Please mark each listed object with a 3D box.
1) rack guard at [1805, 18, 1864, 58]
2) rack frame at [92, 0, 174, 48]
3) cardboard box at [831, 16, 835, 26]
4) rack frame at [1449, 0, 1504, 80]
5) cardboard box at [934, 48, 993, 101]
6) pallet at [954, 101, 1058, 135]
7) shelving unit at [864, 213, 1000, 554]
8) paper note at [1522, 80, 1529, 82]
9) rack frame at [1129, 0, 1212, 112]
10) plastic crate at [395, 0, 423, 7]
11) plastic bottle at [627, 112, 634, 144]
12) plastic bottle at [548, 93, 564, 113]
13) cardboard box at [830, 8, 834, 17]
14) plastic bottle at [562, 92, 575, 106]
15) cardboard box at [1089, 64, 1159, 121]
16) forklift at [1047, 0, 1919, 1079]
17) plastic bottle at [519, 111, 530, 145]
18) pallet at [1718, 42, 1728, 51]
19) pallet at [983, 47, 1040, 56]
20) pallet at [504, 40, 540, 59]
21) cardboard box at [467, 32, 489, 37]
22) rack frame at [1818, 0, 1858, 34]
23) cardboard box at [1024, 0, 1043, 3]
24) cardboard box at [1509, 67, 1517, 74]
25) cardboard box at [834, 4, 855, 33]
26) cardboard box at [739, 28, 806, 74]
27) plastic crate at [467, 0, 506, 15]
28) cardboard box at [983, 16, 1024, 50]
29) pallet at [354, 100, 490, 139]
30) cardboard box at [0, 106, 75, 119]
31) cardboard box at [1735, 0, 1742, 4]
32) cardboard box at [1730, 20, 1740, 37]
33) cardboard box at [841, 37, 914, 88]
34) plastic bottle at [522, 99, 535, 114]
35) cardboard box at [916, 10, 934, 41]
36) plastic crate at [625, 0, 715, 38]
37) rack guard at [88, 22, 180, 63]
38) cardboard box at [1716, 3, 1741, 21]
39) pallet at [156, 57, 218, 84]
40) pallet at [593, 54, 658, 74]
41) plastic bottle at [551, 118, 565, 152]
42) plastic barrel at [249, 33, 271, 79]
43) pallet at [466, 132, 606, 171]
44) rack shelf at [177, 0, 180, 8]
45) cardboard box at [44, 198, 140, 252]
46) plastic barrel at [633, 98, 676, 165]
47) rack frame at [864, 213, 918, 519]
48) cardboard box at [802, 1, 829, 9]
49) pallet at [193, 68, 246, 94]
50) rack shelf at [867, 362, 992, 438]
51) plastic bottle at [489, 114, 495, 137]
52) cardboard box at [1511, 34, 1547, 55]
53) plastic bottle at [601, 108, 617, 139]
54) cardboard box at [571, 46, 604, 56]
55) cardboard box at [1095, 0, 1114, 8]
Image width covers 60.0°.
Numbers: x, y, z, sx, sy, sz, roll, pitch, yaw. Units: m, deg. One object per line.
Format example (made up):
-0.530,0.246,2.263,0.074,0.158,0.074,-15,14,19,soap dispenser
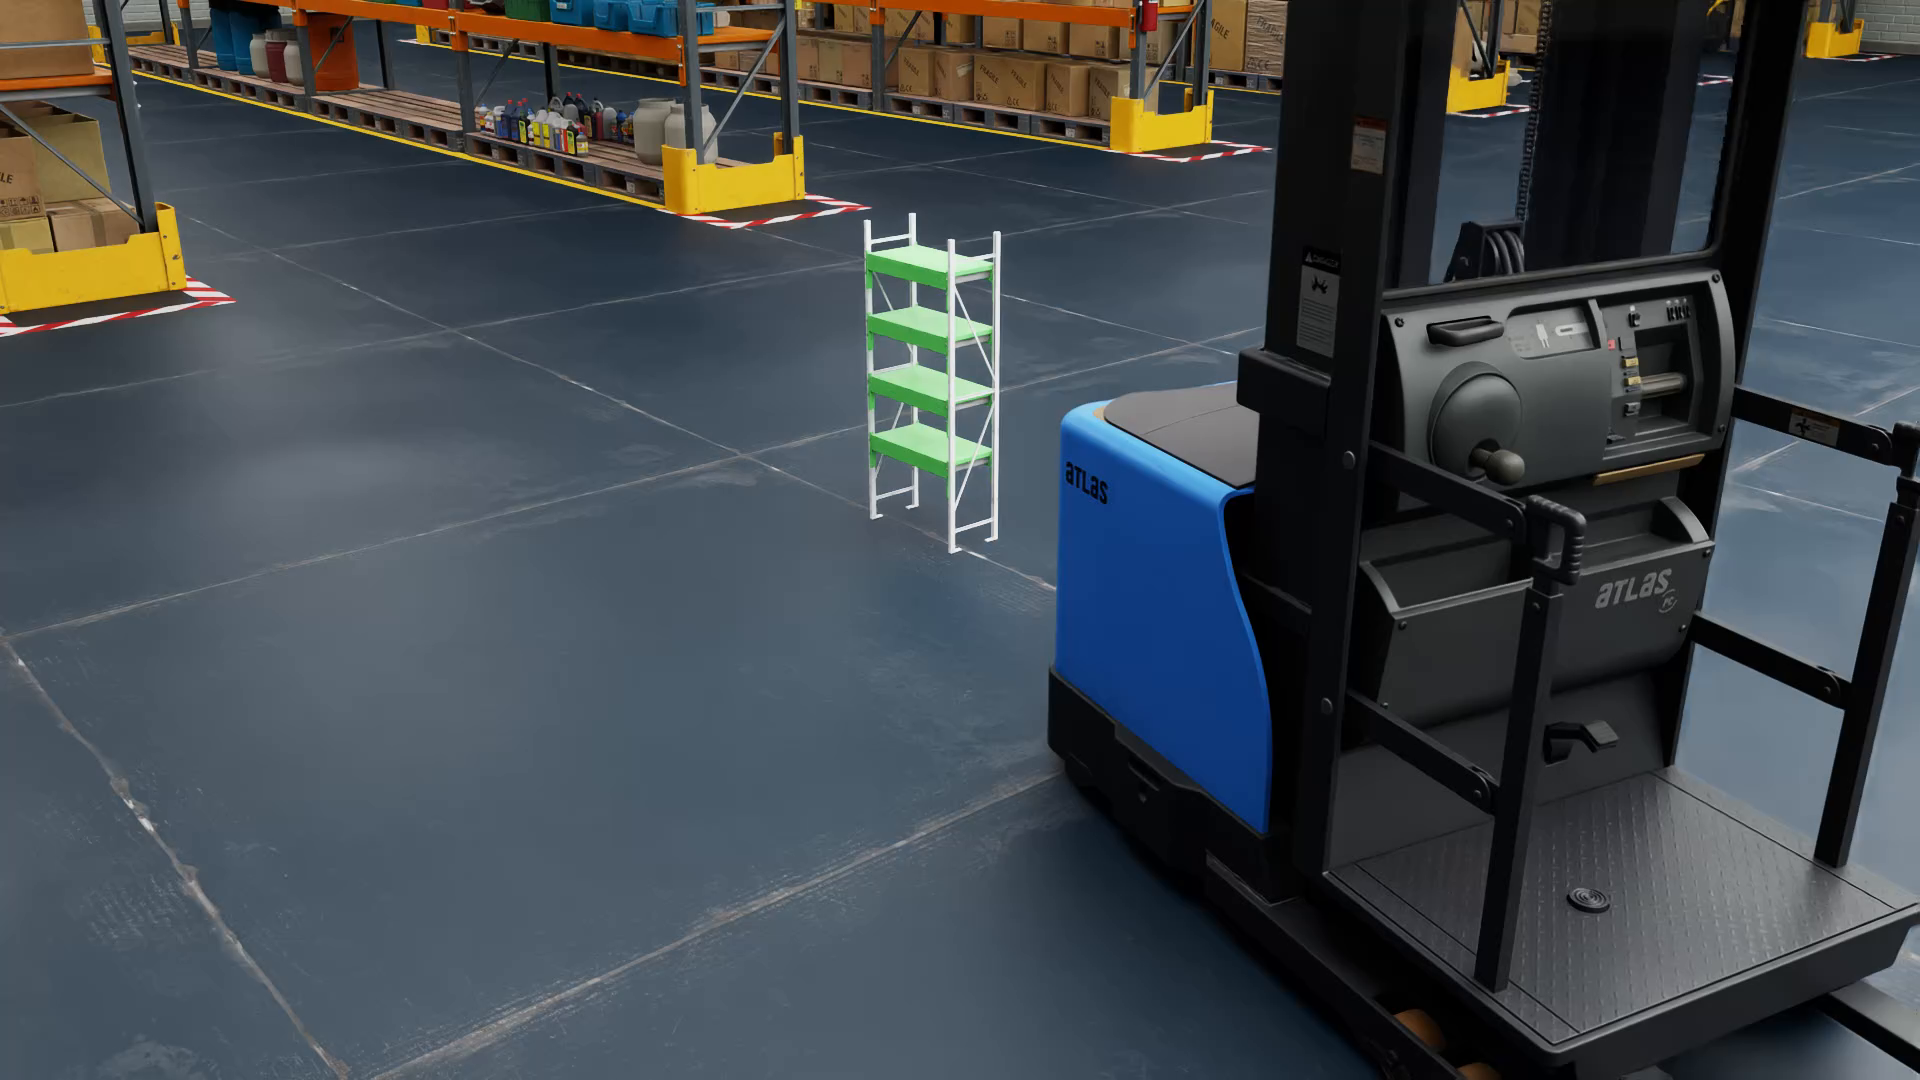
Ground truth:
13.318,-7.646,25.320,1.175,0.500,0.348,-17,27,-37,rack guard
-12.159,-8.516,24.115,1.000,3.000,0.127,-17,27,-37,rack frame
-1.967,-8.788,28.142,0.380,0.149,0.250,-19,28,-40,cardboard box
5.861,-6.428,18.782,1.000,3.000,0.127,-17,27,-37,rack frame
0.037,-5.135,18.334,0.500,0.500,0.500,-9,23,-21,cardboard box
0.692,-4.567,17.855,1.003,0.211,1.213,-17,27,-37,pallet
-0.108,-0.604,6.382,0.258,1.200,0.503,-17,27,-37,shelving unit
7.420,-6.039,21.860,0.142,0.019,0.148,12,24,27,paper note
2.037,-5.275,15.839,1.000,3.000,0.127,-17,27,-37,rack frame
-5.282,-5.424,16.242,0.392,0.384,0.575,-17,27,-37,plastic crate
-2.951,-3.728,15.026,0.097,0.271,0.097,0,21,0,plastic bottle
-3.796,-4.029,15.686,0.144,0.351,0.185,-17,27,-37,plastic bottle
-1.966,-8.926,28.086,0.380,0.149,0.250,-16,26,-35,cardboard box
-3.687,-4.063,15.774,0.144,0.351,0.185,-18,28,-39,plastic bottle
1.642,-4.483,16.669,0.500,0.500,0.500,-12,24,-28,cardboard box
1.364,-0.324,3.291,1.130,2.935,3.031,-10,24,-25,forklift
-3.914,-3.712,14.968,0.061,0.283,0.133,-16,26,-35,plastic bottle
11.980,-8.057,26.764,1.003,0.211,1.213,-17,27,-37,pallet
1.096,-7.104,24.332,1.003,0.211,1.213,-17,27,-37,pallet
-6.233,-7.521,25.396,1.003,0.211,1.213,-17,27,-37,pallet
-7.334,-8.492,26.391,0.875,0.875,0.875,-17,27,-37,cardboard box
13.303,-8.817,24.881,1.000,3.000,0.127,-17,27,-37,rack frame
0.866,-5.529,16.832,0.380,0.149,0.250,-17,27,-37,cardboard box
7.159,-6.188,22.078,0.380,0.149,0.250,-4,22,-10,cardboard box
-1.691,-8.507,26.944,0.500,0.500,0.500,-16,27,-35,cardboard box
-2.360,-6.196,21.013,0.500,0.500,0.700,20,29,41,cardboard box
-4.081,-4.997,15.215,0.767,0.338,0.504,-17,27,-37,plastic crate
0.968,-7.596,24.275,1.050,0.750,0.750,-18,28,-38,cardboard box
-5.669,-4.448,17.550,1.003,0.211,1.213,-17,27,-37,pallet
-6.315,-2.656,11.318,0.500,0.500,0.500,-17,27,-37,cardboard box
12.091,-8.527,25.966,0.500,0.250,0.500,-17,27,-37,cardboard box
12.120,-8.067,26.161,0.500,0.250,0.500,-17,27,-37,cardboard box
-0.958,-5.596,19.482,0.500,0.500,0.700,20,29,41,cardboard box
-4.004,-3.885,15.319,0.144,0.351,0.185,-17,27,-37,plastic bottle
-0.325,-7.934,25.478,0.500,0.500,0.500,-16,27,-35,cardboard box
-2.268,-4.094,13.027,0.499,0.251,0.616,-17,27,-37,plastic crate
-12.184,-7.356,24.580,1.175,0.500,0.348,-17,27,-37,rack guard
12.076,-8.304,26.080,0.500,0.250,0.500,-18,28,-39,cardboard box
-10.057,-6.307,22.297,1.003,0.211,1.213,-17,27,-37,pallet
-4.434,-6.759,23.452,1.003,0.211,1.213,-17,27,-37,pallet
-3.480,-3.550,14.566,0.152,0.276,0.135,-18,28,-39,plastic bottle
-8.443,-5.921,20.324,0.421,0.512,0.421,0,21,0,plastic barrel
-3.919,-3.707,15.659,1.003,0.211,1.213,-17,27,-37,pallet
-10.853,-7.629,22.835,1.077,0.370,4.000,-17,27,-37,rack shelf
-5.651,-2.034,10.759,0.500,0.250,0.500,-17,27,-37,cardboard box
-2.530,-3.435,13.977,0.421,0.512,0.421,0,21,0,plastic barrel
-0.267,-0.672,6.554,0.240,1.200,0.015,-17,27,-37,rack frame
-2.402,-8.925,27.674,0.380,0.149,0.250,-17,27,-36,cardboard box
-9.076,-5.890,21.232,1.003,0.211,1.213,-17,27,-37,pallet
-0.108,-0.545,6.405,0.258,0.148,0.480,-17,27,-37,rack shelf
-4.317,-3.854,15.445,0.097,0.201,0.097,0,21,0,plastic bottle
8.135,-6.997,23.429,0.500,0.250,0.500,-19,28,-39,cardboard box
-3.248,-3.840,15.307,0.152,0.276,0.135,-17,27,-36,plastic bottle
-4.779,-7.378,23.545,1.225,0.875,0.875,-19,28,-39,cardboard box
1.532,-5.257,16.137,0.380,0.149,0.250,-17,27,-37,cardboard box
